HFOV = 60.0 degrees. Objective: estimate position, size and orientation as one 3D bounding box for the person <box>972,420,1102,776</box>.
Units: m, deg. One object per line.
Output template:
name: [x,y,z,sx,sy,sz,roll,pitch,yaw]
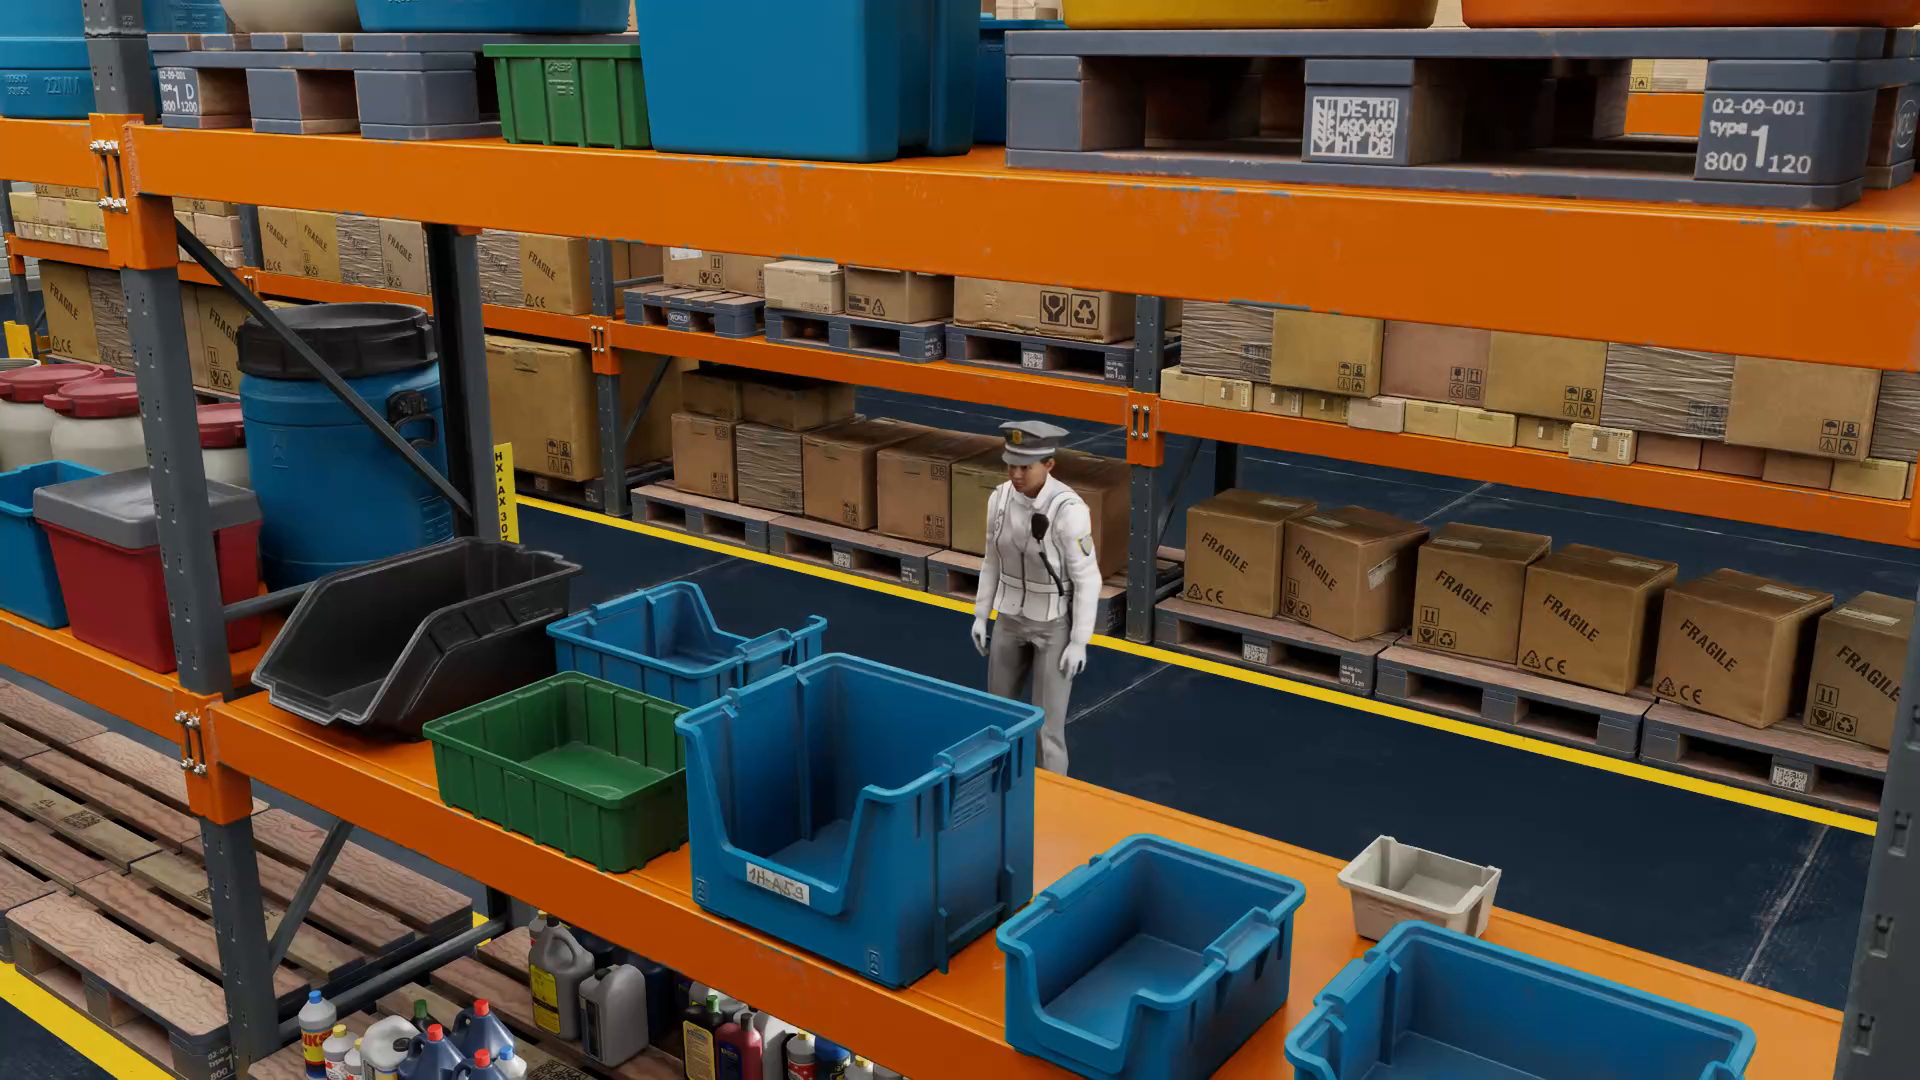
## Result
person: [0.275,0.352,6.356,0.529,1.664,0.403,12,21,35]
